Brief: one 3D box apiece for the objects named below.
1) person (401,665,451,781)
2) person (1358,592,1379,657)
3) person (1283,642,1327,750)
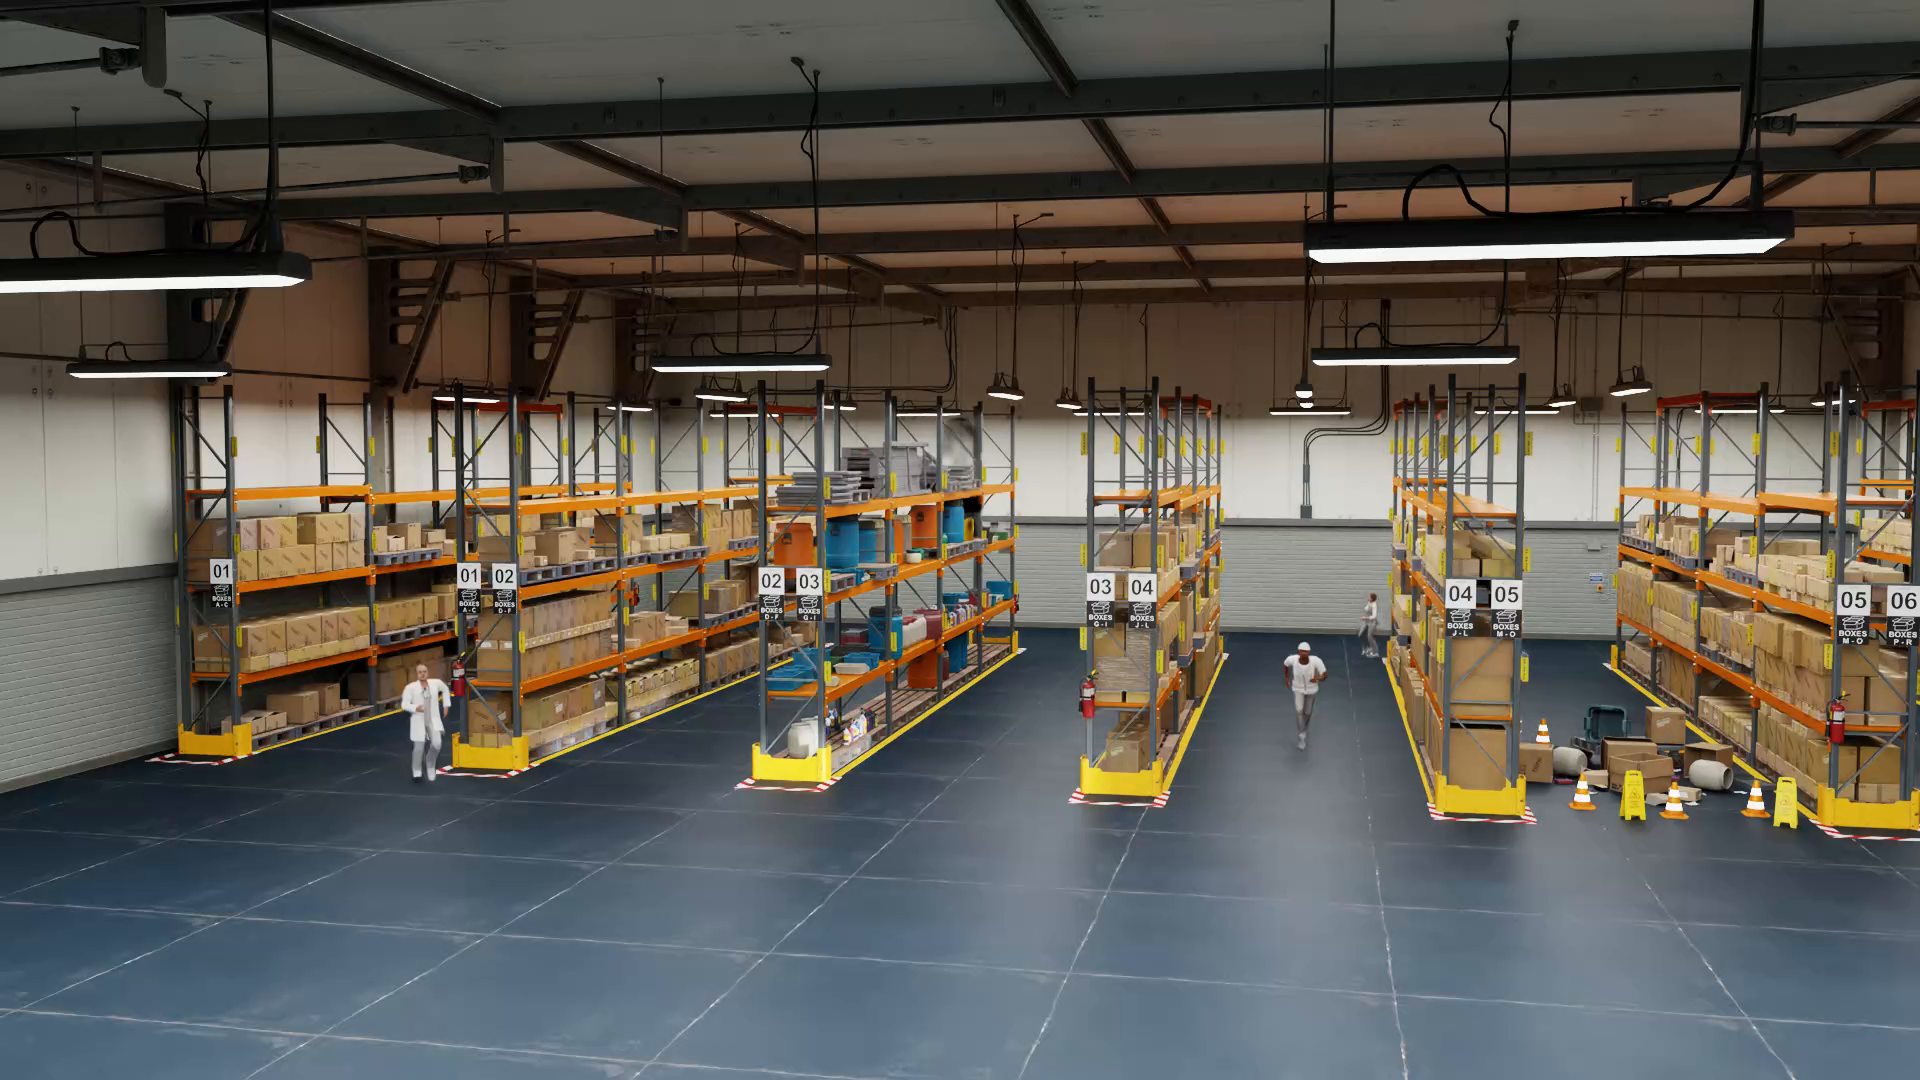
[{"bbox_3d":[-7.944,2.719,24.782,0.734,1.730,0.892,-2,4,-25],"label":"person"},{"bbox_3d":[9.724,2.013,39.403,0.590,1.568,0.548,-1,3,-20],"label":"person"},{"bbox_3d":[5.797,2.576,27.966,0.698,1.771,1.059,0,3,8],"label":"person"}]
